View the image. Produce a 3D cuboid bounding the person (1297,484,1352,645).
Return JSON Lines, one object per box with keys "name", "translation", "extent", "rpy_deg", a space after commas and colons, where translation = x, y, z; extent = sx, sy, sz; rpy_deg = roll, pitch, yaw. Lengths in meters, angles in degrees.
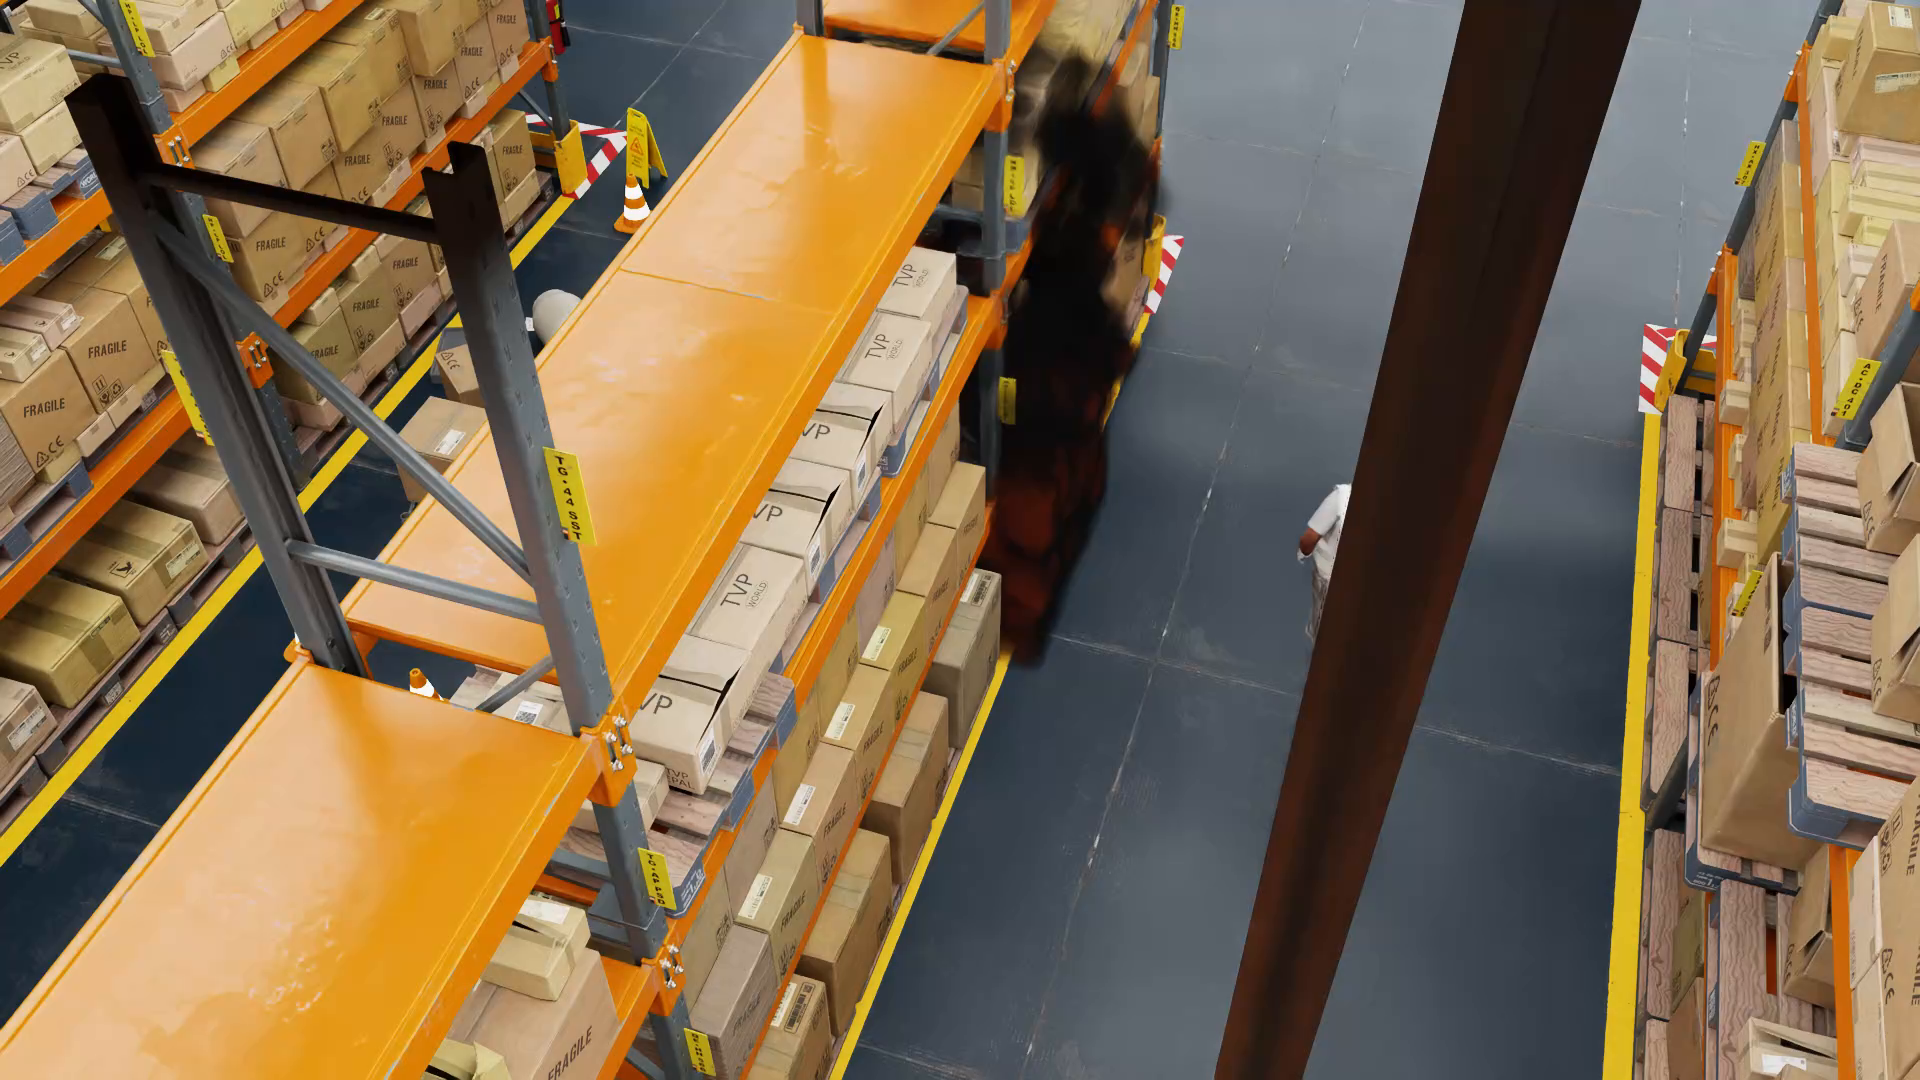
{"name": "person", "translation": [2.203, 0.166, 9.327], "extent": [0.683, 1.857, 0.806], "rpy_deg": [8, 46, 8]}
